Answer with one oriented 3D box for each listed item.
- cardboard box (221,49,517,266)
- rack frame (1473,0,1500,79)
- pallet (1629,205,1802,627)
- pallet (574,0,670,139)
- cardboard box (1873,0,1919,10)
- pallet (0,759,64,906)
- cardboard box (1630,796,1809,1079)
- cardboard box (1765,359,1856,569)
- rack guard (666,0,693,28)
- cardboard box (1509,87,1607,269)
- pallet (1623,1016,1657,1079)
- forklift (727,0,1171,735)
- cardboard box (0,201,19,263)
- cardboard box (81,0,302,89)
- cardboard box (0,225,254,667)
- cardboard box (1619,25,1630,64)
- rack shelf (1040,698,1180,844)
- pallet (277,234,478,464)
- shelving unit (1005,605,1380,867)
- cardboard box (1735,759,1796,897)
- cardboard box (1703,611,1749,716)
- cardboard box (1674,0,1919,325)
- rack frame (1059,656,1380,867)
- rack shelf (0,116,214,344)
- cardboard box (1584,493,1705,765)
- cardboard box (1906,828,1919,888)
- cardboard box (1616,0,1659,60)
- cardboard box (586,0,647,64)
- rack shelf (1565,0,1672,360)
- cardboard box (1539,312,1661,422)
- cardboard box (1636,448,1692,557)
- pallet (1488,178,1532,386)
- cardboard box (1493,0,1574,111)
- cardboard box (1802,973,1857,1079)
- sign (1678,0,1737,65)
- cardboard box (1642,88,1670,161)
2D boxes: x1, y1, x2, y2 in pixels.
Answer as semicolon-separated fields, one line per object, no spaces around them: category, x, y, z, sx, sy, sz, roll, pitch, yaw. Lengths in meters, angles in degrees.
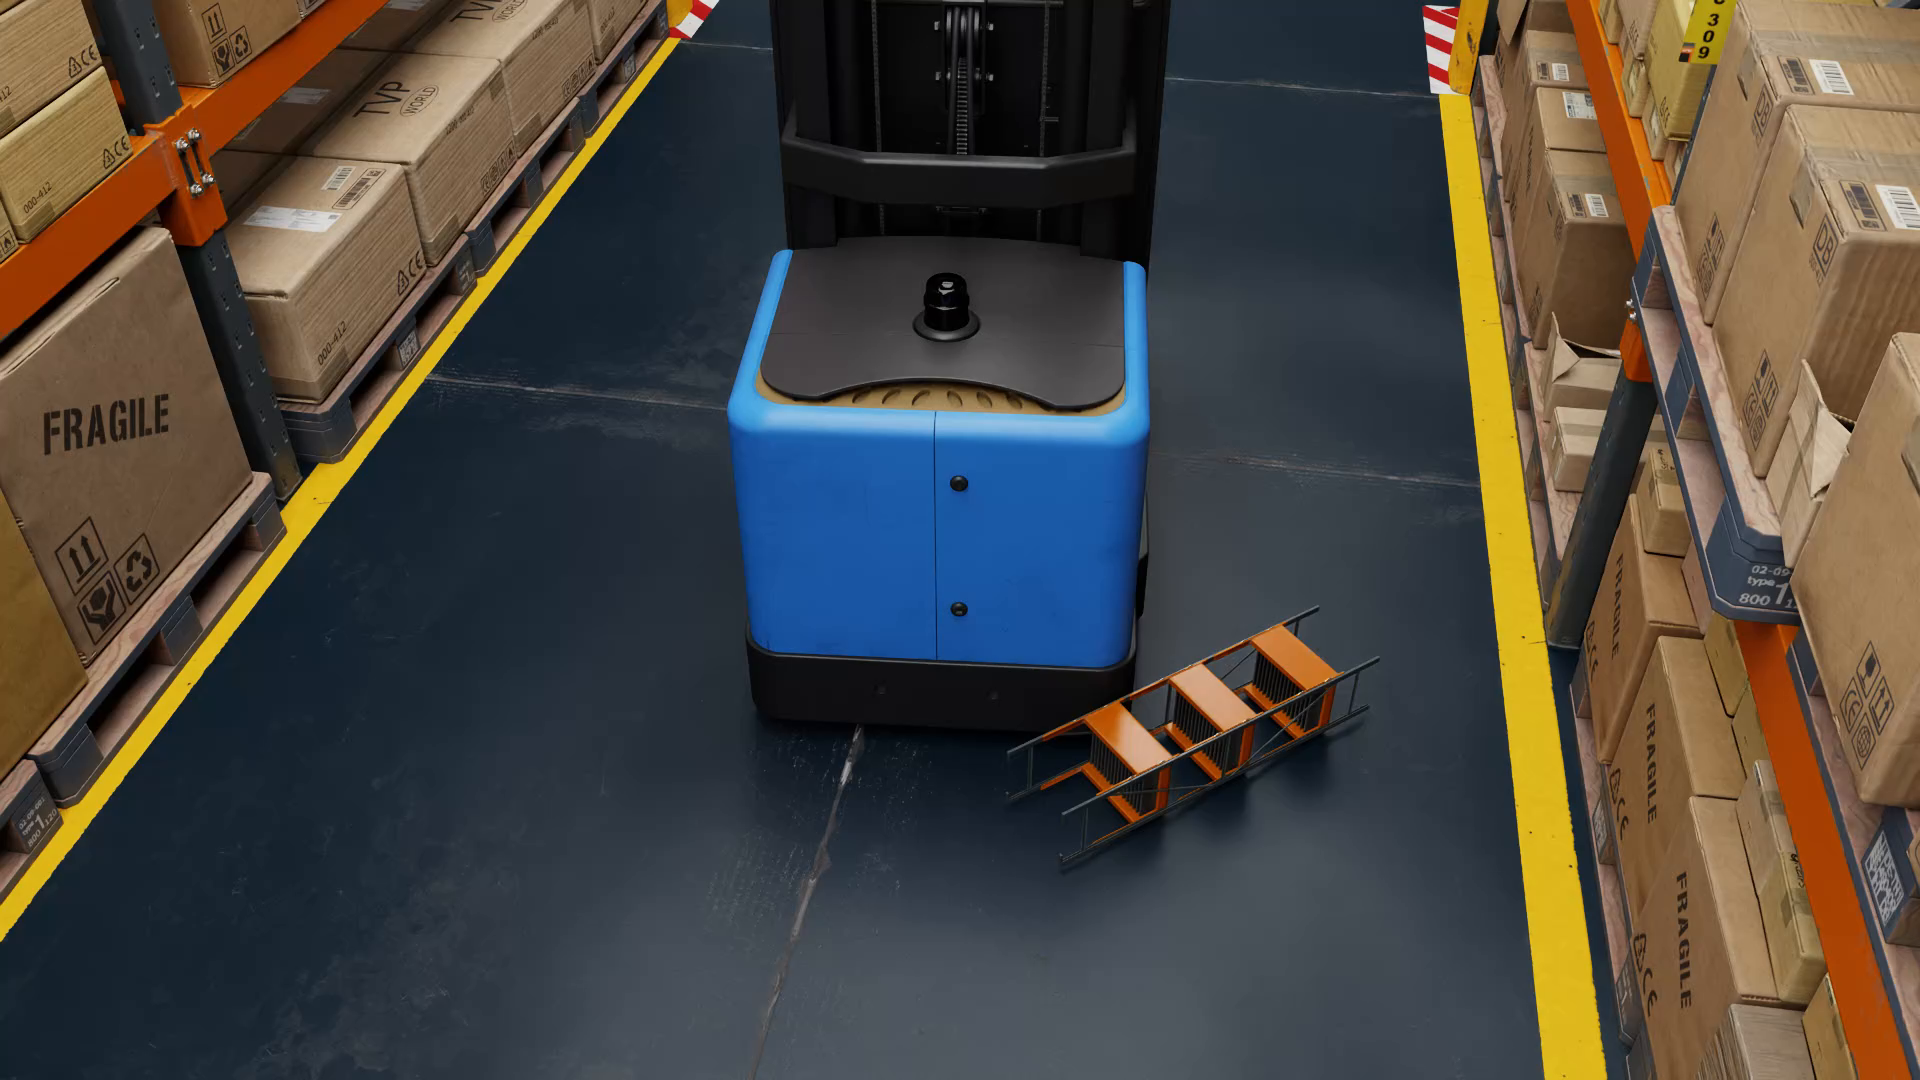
cardboard box;-2.299;-1.486;6.375;0.875;0.438;0.875;5;40;6
rack frame;2.914;-3.333;6.927;1.000;3.000;0.127;6;40;8
pallet;1.976;-0.259;3.360;1.003;0.211;1.213;6;40;8
pallet;-2.037;-2.293;7.858;1.003;0.211;1.213;6;40;8
cardboard box;2.573;-1.161;4.184;0.500;0.250;0.500;6;40;7
pallet;-2.936;0.967;3.914;1.003;0.211;1.213;6;40;8
cardboard box;1.743;0.905;3.433;0.500;0.500;0.500;5;40;6
cardboard box;1.603;-0.103;2.797;0.396;0.266;0.258;8;40;10
rack guard;-1.972;-2.930;8.401;1.175;0.500;0.348;6;40;8
cardboard box;2.338;-1.305;6.107;0.500;0.500;0.500;7;40;8
pallet;1.909;1.534;3.229;1.003;0.211;1.213;6;40;8
forklift;0.043;-1.527;4.797;1.130;2.935;3.031;3;40;3
cardboard box;-2.586;-0.681;3.838;0.500;0.250;0.500;6;40;7
cardboard box;-2.329;-1.672;4.840;0.500;0.500;0.500;8;40;9
cardboard box;-2.696;-0.313;4.612;0.875;0.875;0.875;8;40;9
cardboard box;2.145;-1.447;4.844;0.380;0.149;0.250;7;40;9
rack shelf;0.387;0.604;4.327;0.259;0.215;0.240;-22;44;-24
pallet;-2.459;-0.762;6.006;1.003;0.211;1.213;6;40;8
shelving unit;0.630;0.506;4.445;1.050;0.215;0.252;-22;44;-24
cardboard box;1.778;0.595;3.299;0.380;0.149;0.250;6;40;8
cardboard box;1.893;0.269;3.693;0.380;0.149;0.250;4;40;5
cardboard box;1.918;-0.744;3.388;0.700;0.500;0.500;7;40;9
rack frame;0.696;0.572;4.366;1.050;0.200;0.008;-22;44;-24
rack shelf;-3.014;0.165;3.261;1.077;0.370;4.000;6;40;8
cardboard box;1.916;0.257;4.217;0.500;0.500;0.500;8;40;10
cardboard box;1.630;0.441;1.952;0.797;0.503;0.637;6;40;7
cardboard box;2.142;-1.542;4.646;0.500;0.250;0.500;7;40;8
cardboard box;-1.991;-2.627;7.755;0.875;0.438;0.875;5;40;6
rack shelf;2.568;-1.801;5.639;1.077;0.370;4.000;6;40;8
cardboard box;2.090;-0.537;5.362;0.396;0.266;0.258;8;40;9
cardboard box;1.897;-0.076;4.110;0.380;0.149;0.250;8;40;10
pallet;2.550;-0.947;6.230;1.003;0.211;1.213;6;40;8
cardboard box;2.715;-2.160;7.137;0.797;0.503;0.637;5;40;6
cardboard box;1.715;0.923;2.902;0.380;0.149;0.250;7;40;8
sign;1.686;-1.212;3.682;0.100;0.325;0.005;6;40;8
cardboard box;2.052;-1.120;4.447;0.380;0.149;0.250;7;40;9
